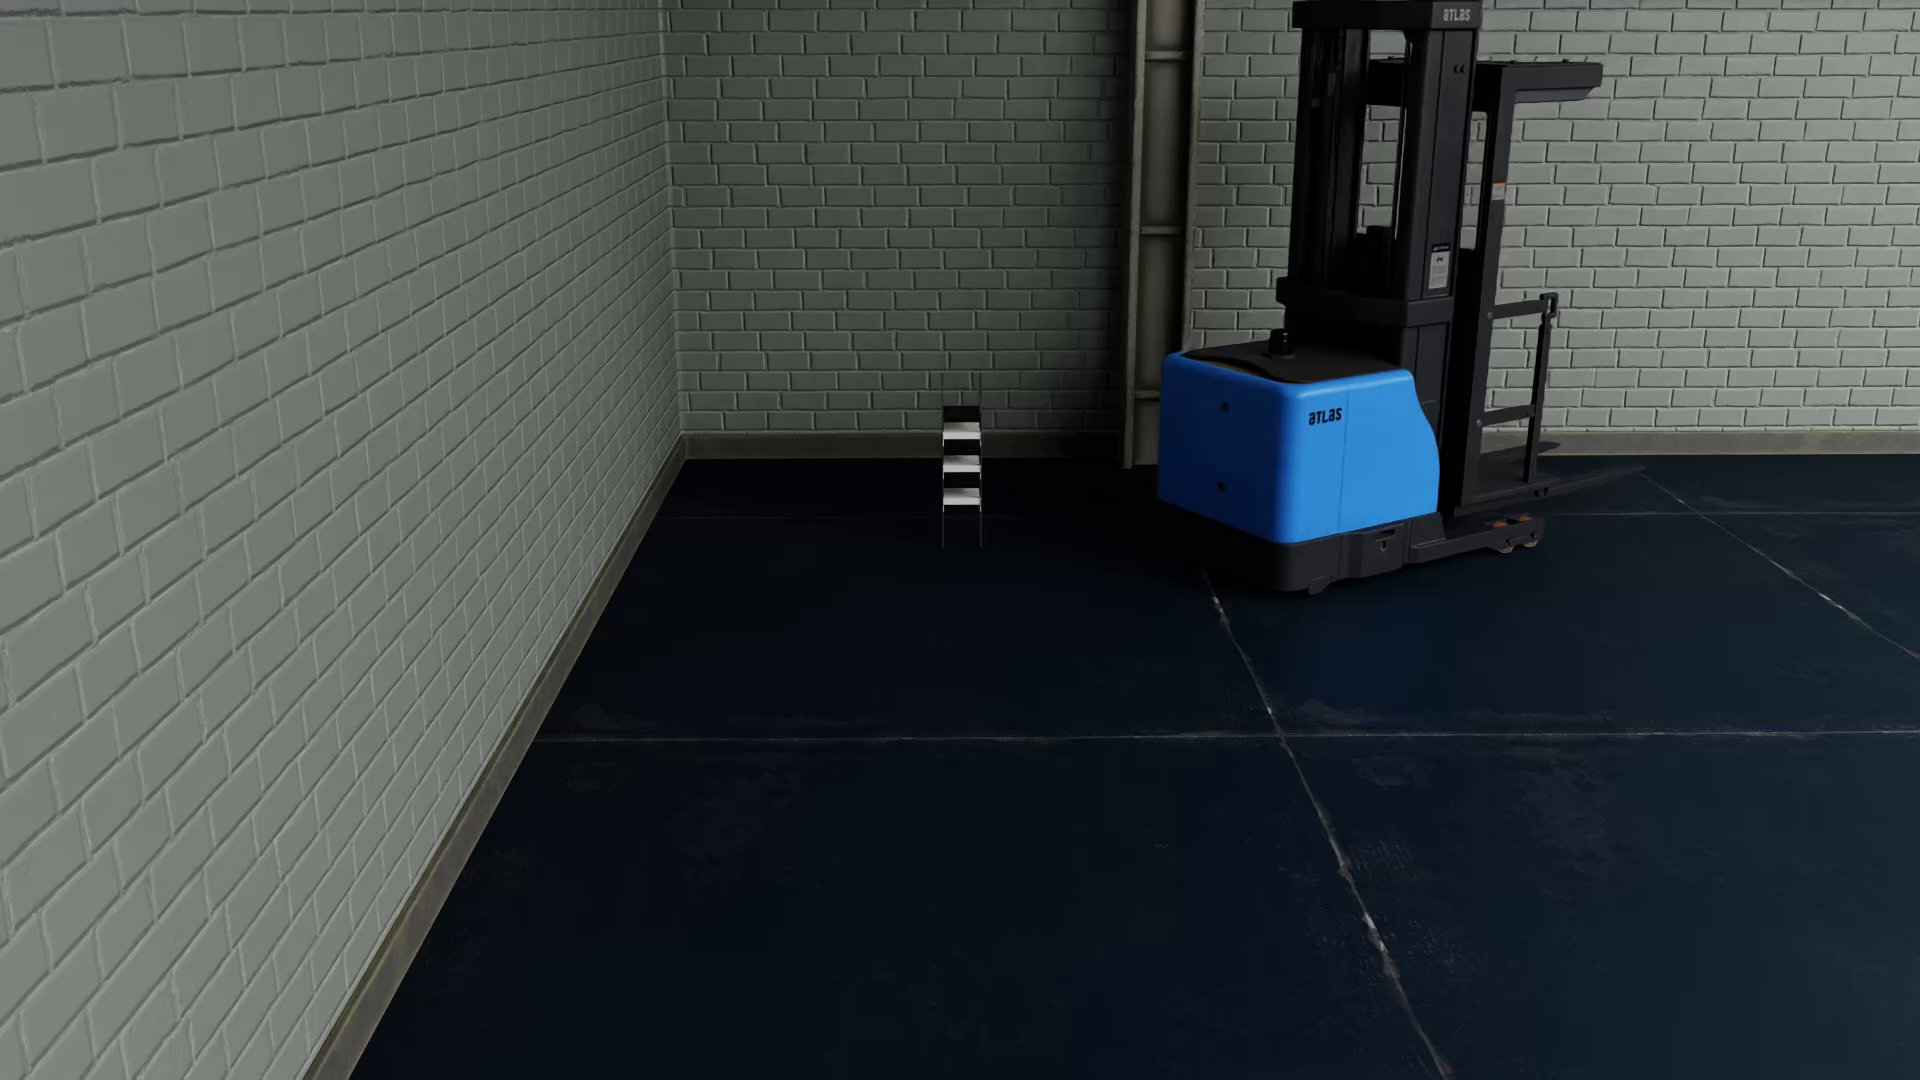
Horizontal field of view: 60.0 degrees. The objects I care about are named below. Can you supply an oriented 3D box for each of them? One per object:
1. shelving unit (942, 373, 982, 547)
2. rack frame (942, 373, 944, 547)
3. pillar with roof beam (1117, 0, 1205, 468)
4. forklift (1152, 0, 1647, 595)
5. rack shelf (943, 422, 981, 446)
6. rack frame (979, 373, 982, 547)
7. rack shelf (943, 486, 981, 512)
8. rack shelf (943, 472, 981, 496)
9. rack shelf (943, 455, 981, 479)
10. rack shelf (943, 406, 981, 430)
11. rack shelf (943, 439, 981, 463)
[{"bbox_3d":[0.008,-0.429,8.910,0.210,0.900,0.258,0,18,-1],"label":"shelving unit"},{"bbox_3d":[-0.094,-0.428,8.909,0.006,0.900,0.240,0,18,-1],"label":"rack frame"},{"bbox_3d":[1.283,-3.468,5.127,0.400,9.000,9.100,0,18,-1],"label":"pillar with roof beam"},{"bbox_3d":[2.535,-1.448,8.762,3.031,2.935,1.130,-11,21,-31],"label":"forklift"},{"bbox_3d":[0.008,-0.568,8.865,0.200,0.077,0.258,0,18,-1],"label":"rack shelf"},{"bbox_3d":[0.110,-0.429,8.912,0.006,0.900,0.240,0,18,-1],"label":"rack frame"},{"bbox_3d":[0.008,-0.225,8.975,0.200,0.077,0.258,0,18,-1],"label":"rack shelf"},{"bbox_3d":[0.008,-0.311,8.948,0.200,0.077,0.258,0,18,-1],"label":"rack shelf"},{"bbox_3d":[0.008,-0.397,8.920,0.200,0.077,0.258,0,18,-1],"label":"rack shelf"},{"bbox_3d":[0.008,-0.654,8.838,0.200,0.077,0.258,0,18,-1],"label":"rack shelf"},{"bbox_3d":[0.008,-0.482,8.893,0.200,0.077,0.258,0,18,-1],"label":"rack shelf"}]
